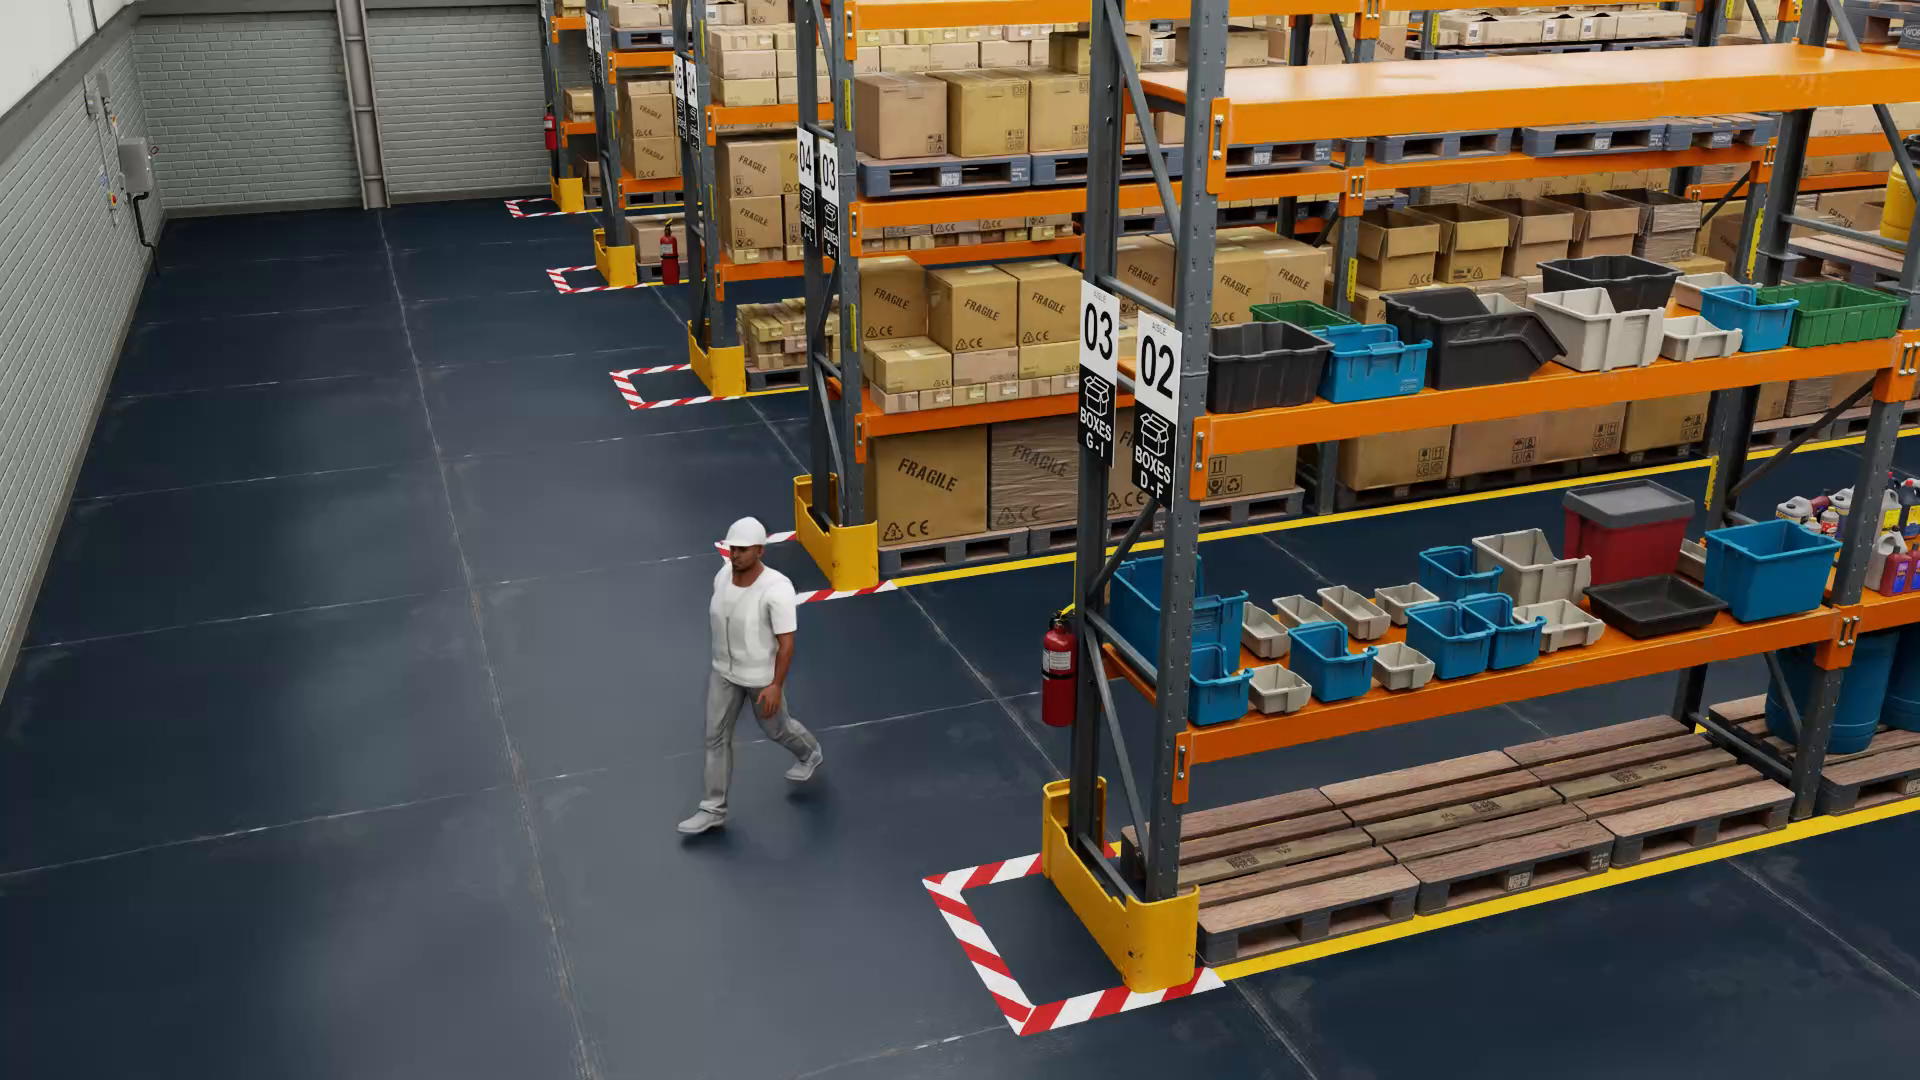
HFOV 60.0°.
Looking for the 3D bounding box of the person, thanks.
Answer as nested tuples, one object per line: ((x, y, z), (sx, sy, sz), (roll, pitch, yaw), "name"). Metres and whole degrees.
((-1.162, 0.717, 9.090), (0.601, 1.726, 1.019), (13, 26, 29), "person")
